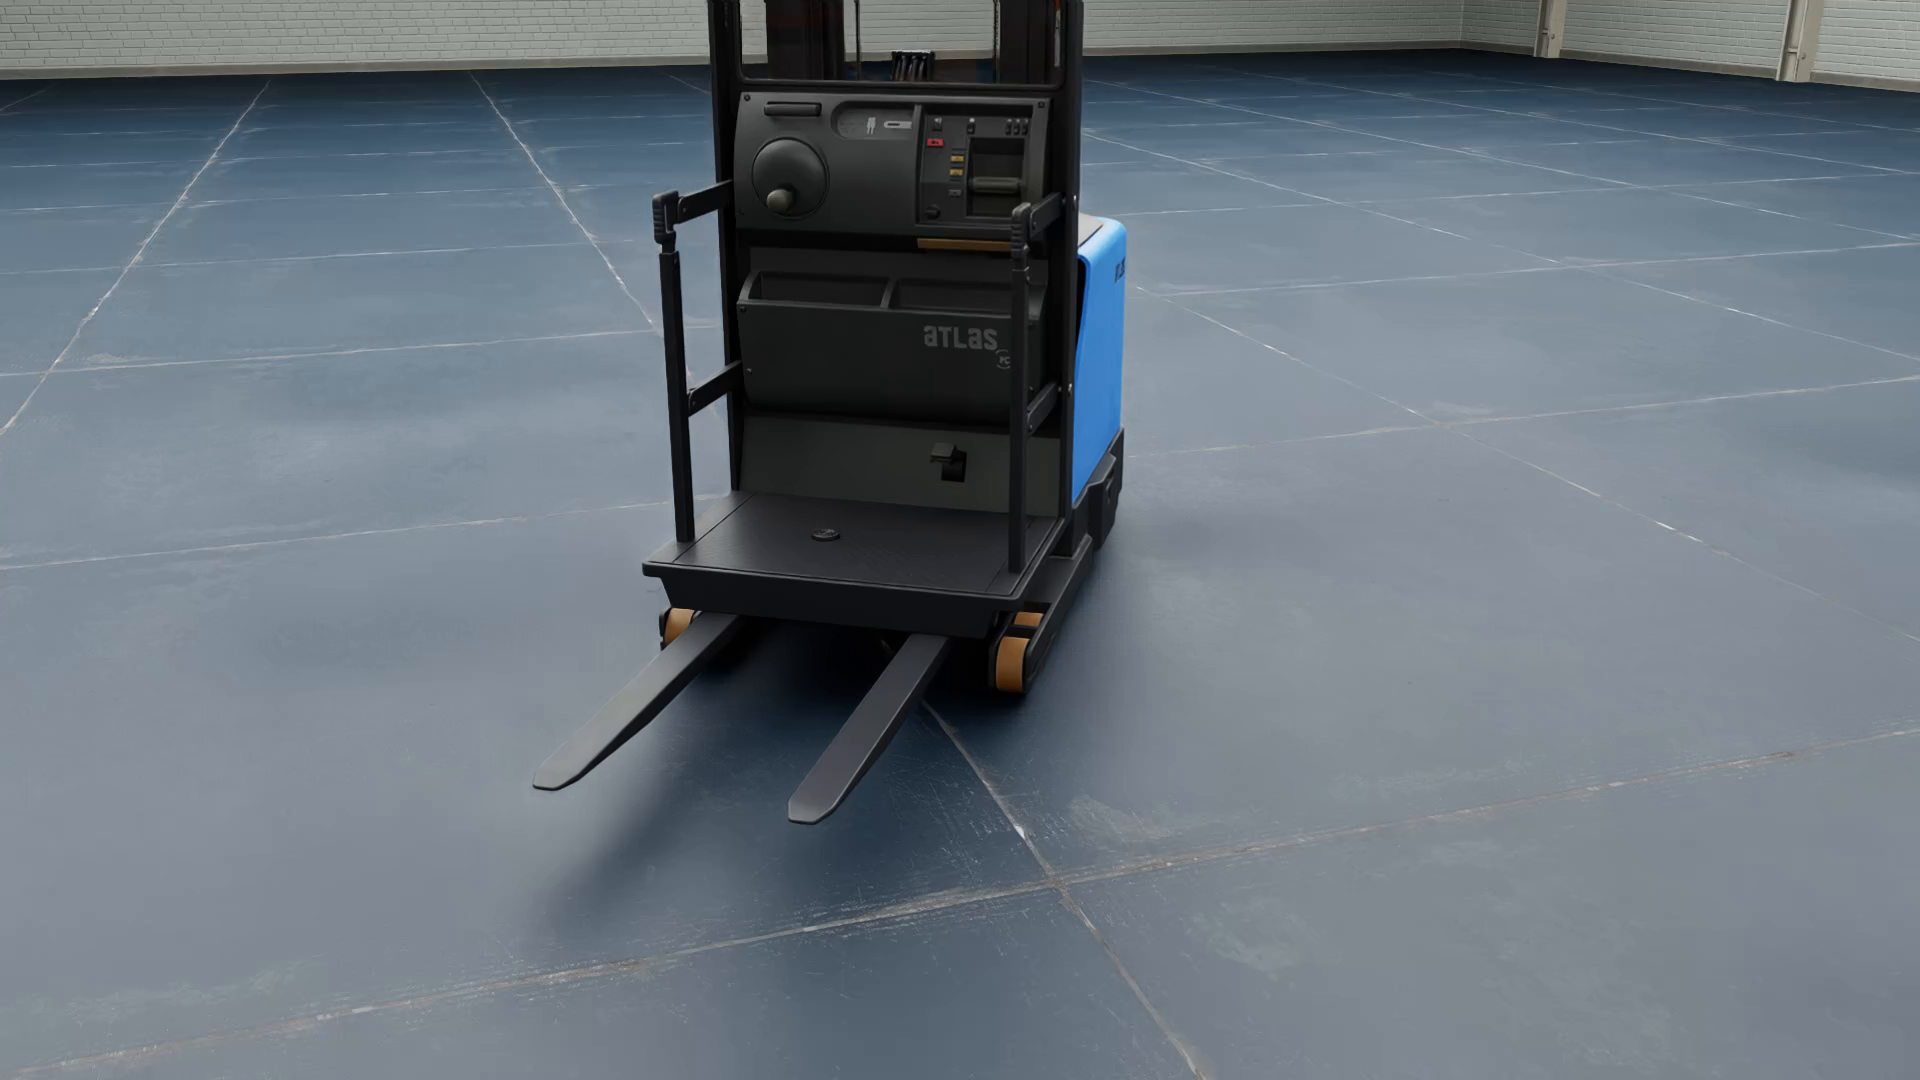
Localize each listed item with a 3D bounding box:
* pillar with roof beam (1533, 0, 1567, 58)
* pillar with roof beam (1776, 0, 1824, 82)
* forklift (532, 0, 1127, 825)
[{"bbox_3d":[6.806,-12.741,28.076,9.100,9.000,0.400,-6,21,-17],"label":"pillar with roof beam"},{"bbox_3d":[8.692,-10.815,22.715,9.100,9.000,0.400,-6,21,-17],"label":"pillar with roof beam"},{"bbox_3d":[-0.256,-1.086,4.603,1.130,2.935,3.031,5,20,14],"label":"forklift"}]
